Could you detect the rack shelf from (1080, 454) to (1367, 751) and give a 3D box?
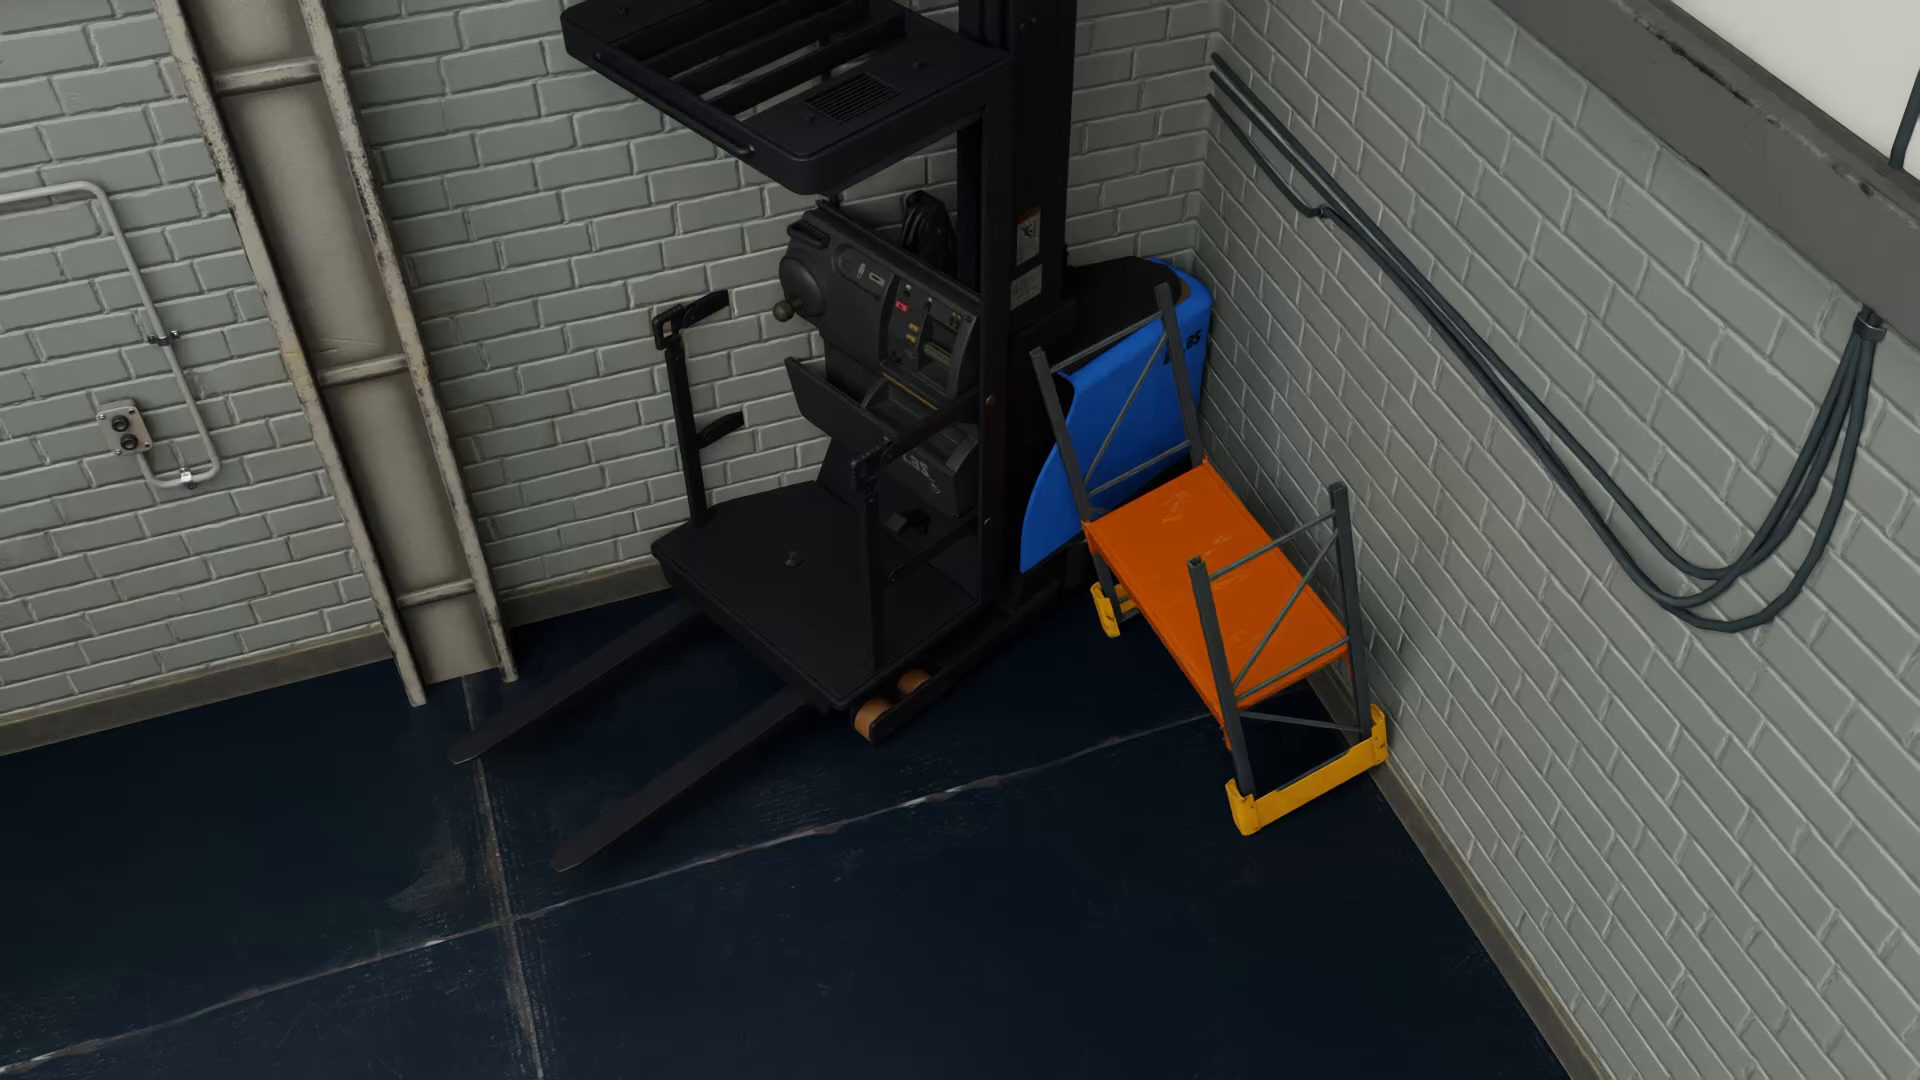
[{"bbox_3d":[0.877,0.189,5.674,0.538,0.185,1.000,-28,49,-5],"label":"rack shelf"}]

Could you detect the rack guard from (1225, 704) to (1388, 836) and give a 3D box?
[{"bbox_3d":[1.191,0.787,5.682,0.587,0.250,0.087,-28,49,-5],"label":"rack guard"}]

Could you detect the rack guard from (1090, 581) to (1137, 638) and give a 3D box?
[{"bbox_3d":[0.788,0.143,6.327,0.587,0.250,0.087,-28,49,-5],"label":"rack guard"}]

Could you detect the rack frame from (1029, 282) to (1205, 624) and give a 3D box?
[{"bbox_3d":[0.628,-0.248,5.867,0.500,1.500,0.032,-28,49,-5],"label":"rack frame"}]

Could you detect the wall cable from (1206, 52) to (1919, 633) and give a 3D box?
[{"bbox_3d":[1.307,-1.510,4.094,0.112,2.526,3.097,-14,47,-14],"label":"wall cable"}]

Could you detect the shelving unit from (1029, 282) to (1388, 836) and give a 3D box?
[{"bbox_3d":[0.837,0.086,5.532,0.587,1.500,1.083,-28,49,-5],"label":"shelving unit"}]

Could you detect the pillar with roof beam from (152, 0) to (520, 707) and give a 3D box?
[{"bbox_3d":[-0.427,0.158,0.239,0.400,9.000,9.100,-14,47,-14],"label":"pillar with roof beam"}]

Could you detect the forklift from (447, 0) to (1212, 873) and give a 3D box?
[{"bbox_3d":[-0.448,-0.723,5.401,3.031,2.935,1.130,-35,55,-30],"label":"forklift"}]

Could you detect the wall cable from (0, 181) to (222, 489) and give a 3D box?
[{"bbox_3d":[-3.251,-0.663,4.576,1.851,1.984,0.084,-14,47,-14],"label":"wall cable"}]

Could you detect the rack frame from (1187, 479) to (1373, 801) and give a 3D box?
[{"bbox_3d":[1.039,0.409,5.208,0.500,1.500,0.032,-28,49,-5],"label":"rack frame"}]
